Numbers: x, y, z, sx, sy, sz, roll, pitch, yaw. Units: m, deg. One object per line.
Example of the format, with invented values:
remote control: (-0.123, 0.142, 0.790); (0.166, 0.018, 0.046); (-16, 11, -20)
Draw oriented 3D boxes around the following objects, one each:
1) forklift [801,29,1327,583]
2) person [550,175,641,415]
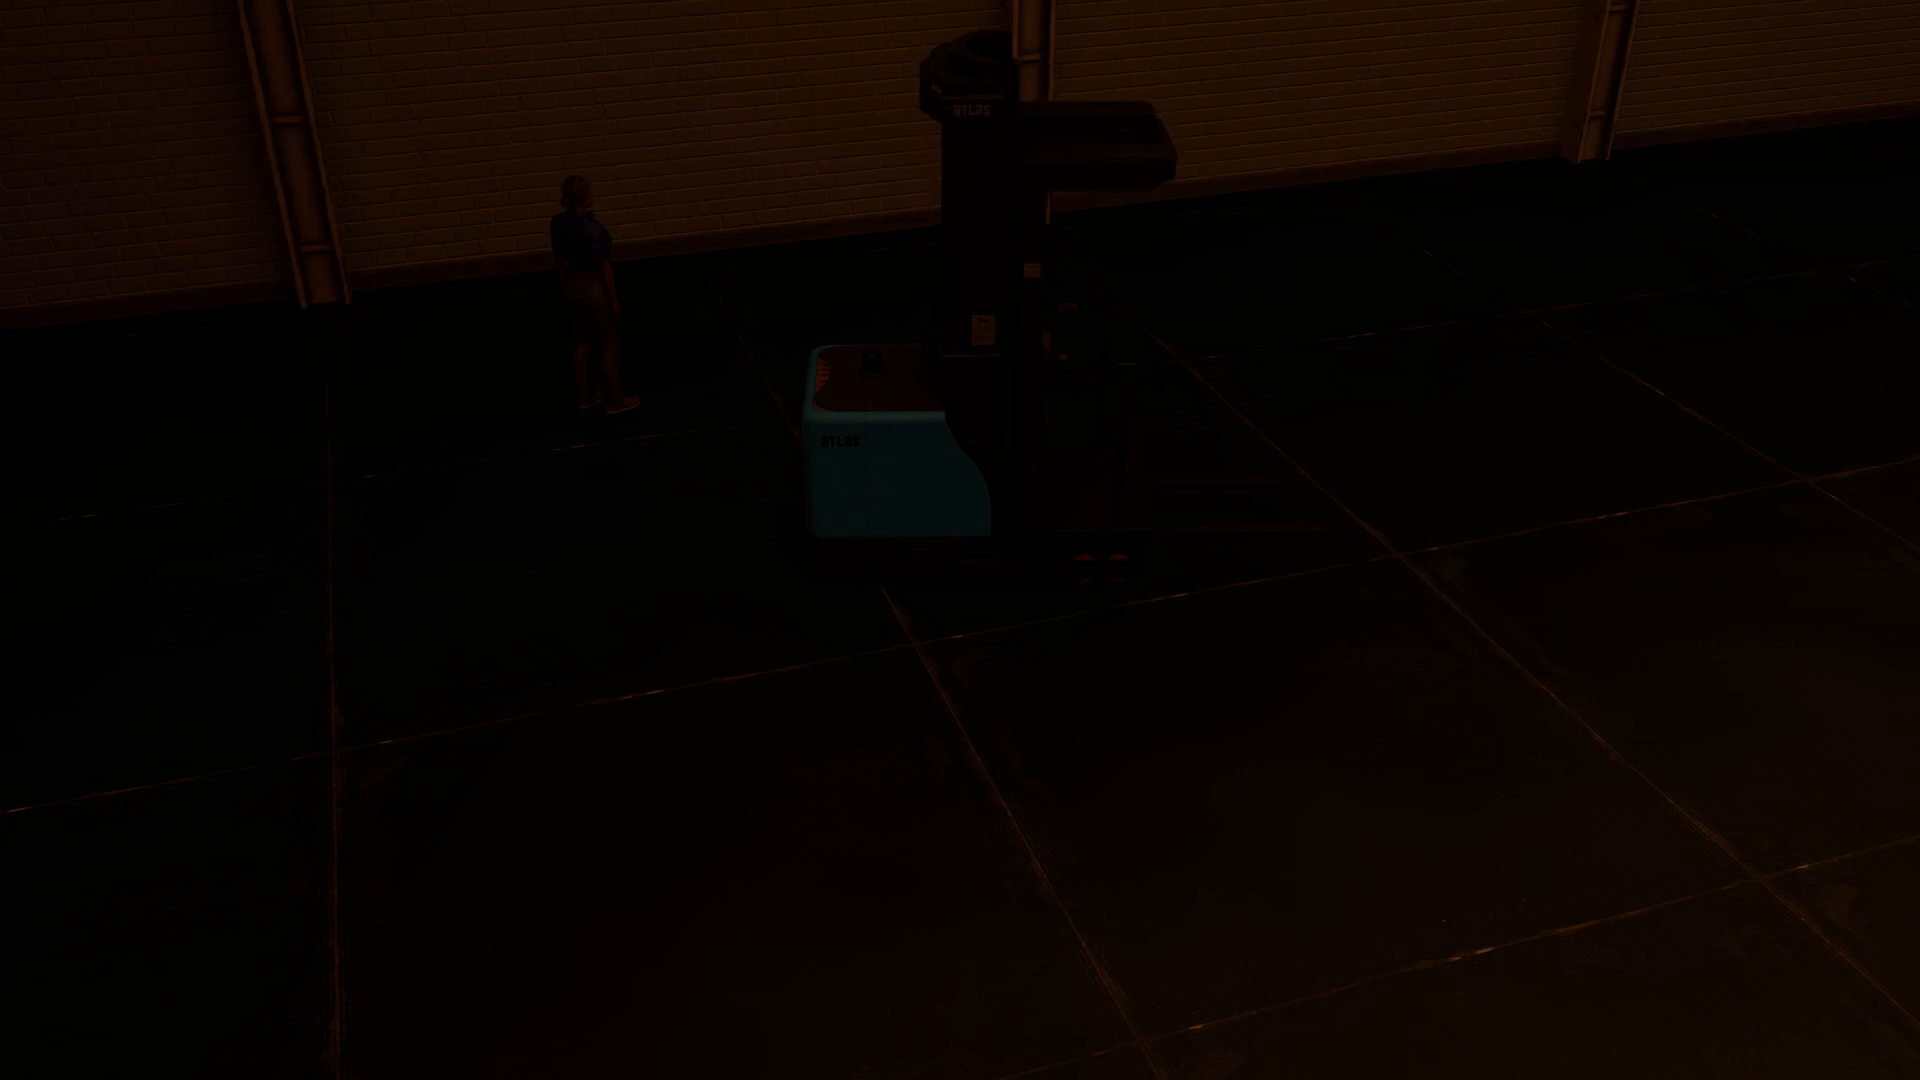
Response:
forklift: (0.616, -1.286, 9.321); (3.031, 2.935, 1.130); (-1, 30, -1)
person: (-2.488, -1.662, 11.254); (0.468, 1.663, 0.333); (14, 33, 23)
